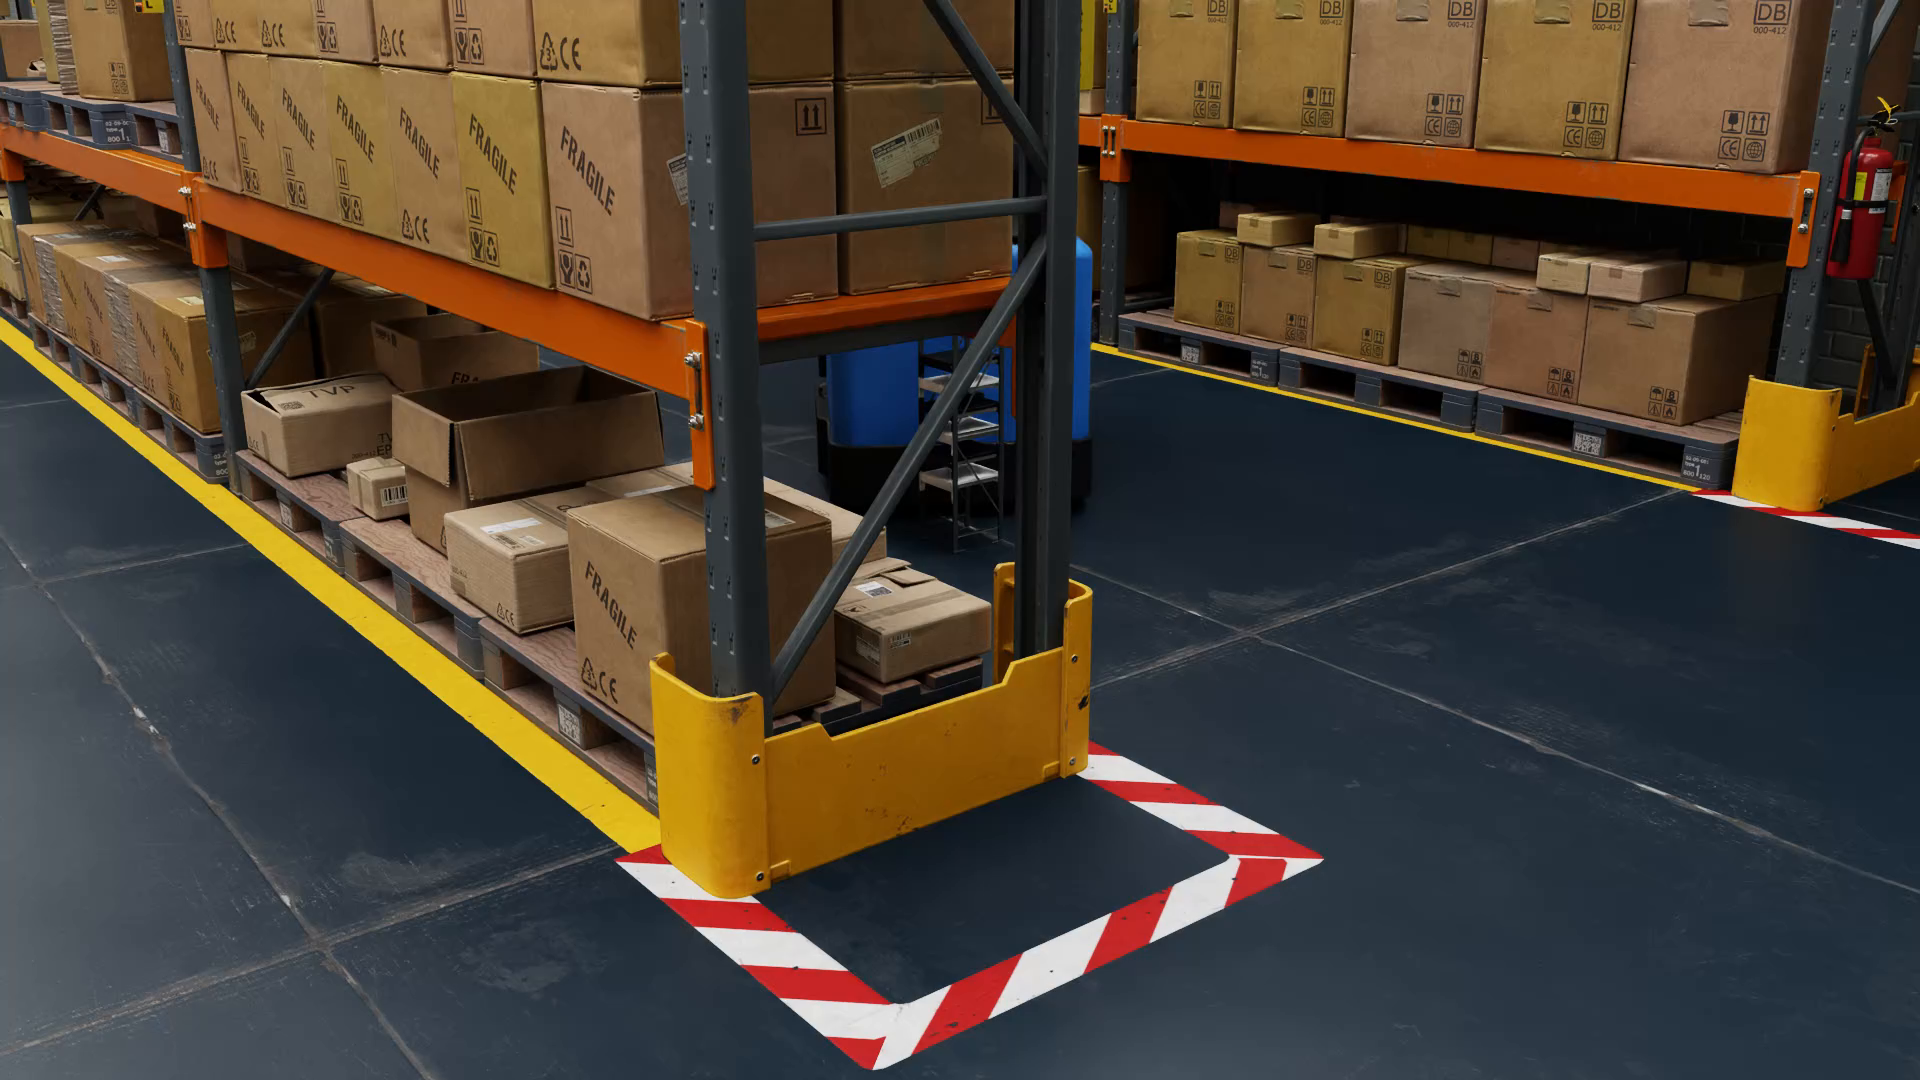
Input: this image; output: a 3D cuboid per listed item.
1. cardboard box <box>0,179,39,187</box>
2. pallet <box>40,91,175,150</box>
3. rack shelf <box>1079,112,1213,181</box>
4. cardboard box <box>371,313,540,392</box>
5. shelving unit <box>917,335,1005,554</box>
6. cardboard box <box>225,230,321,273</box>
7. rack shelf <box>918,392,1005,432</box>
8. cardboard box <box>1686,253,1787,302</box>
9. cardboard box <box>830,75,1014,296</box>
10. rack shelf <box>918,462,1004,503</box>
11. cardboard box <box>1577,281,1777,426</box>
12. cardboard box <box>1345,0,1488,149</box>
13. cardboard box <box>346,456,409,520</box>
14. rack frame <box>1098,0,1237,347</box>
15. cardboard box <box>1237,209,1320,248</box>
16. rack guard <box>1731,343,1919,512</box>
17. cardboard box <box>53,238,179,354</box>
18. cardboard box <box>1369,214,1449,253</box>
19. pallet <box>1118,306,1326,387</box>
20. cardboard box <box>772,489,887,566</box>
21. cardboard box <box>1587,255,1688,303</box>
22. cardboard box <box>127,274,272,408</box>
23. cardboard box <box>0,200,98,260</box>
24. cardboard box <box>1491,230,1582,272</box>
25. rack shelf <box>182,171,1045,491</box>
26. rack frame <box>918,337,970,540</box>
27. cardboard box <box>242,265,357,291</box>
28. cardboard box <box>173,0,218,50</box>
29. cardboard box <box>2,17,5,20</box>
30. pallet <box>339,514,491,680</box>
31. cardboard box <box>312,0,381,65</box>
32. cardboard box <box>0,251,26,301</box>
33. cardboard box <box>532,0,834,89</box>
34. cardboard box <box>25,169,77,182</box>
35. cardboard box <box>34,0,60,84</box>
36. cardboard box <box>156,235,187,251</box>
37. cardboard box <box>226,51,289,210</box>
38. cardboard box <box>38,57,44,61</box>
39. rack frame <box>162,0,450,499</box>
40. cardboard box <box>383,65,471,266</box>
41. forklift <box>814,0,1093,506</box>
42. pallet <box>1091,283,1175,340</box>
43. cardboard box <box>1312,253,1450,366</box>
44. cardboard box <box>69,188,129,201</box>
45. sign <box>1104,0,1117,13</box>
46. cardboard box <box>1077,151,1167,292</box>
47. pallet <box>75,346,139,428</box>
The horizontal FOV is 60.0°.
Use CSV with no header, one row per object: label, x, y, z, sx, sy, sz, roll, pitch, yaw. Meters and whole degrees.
cardboard box,-6.578,-2.310,11.379,0.500,0.311,0.500,-13,22,-35
pallet,-3.900,-2.123,8.308,1.003,0.211,1.213,-14,23,-36
rack shelf,0.012,-2.826,11.270,1.077,0.370,4.000,-14,23,-36
cardboard box,-2.051,-0.644,6.813,0.500,0.500,0.500,-14,23,-36
shelving unit,0.005,-0.425,6.215,0.258,0.900,0.210,-14,23,-36
cardboard box,-3.357,-1.498,8.199,0.500,0.250,0.500,-14,23,-36
rack shelf,0.005,-0.479,6.197,0.258,0.077,0.200,-14,23,-36
cardboard box,3.459,-1.171,7.403,0.380,0.149,0.250,-14,23,-36
cardboard box,-0.213,-0.930,4.239,0.500,0.500,0.500,-13,23,-35
rack shelf,0.005,-0.223,6.282,0.258,0.077,0.200,-14,23,-36
cardboard box,3.224,-0.855,7.480,0.700,0.500,0.500,-14,23,-36
cardboard box,2.486,-2.322,8.126,0.980,0.700,0.700,-15,24,-39
cardboard box,-1.991,-0.214,6.044,0.380,0.166,0.250,-14,23,-36
rack frame,1.254,-2.675,9.668,1.000,3.000,0.127,-14,23,-36
cardboard box,1.707,-1.671,8.914,0.380,0.149,0.250,-13,22,-34
rack guard,3.752,-0.497,7.067,1.175,0.500,0.348,-14,23,-36
cardboard box,-4.415,-1.294,8.776,0.500,0.500,0.500,-14,23,-37
cardboard box,2.352,-1.609,8.726,0.380,0.149,0.250,-14,23,-36
pallet,1.664,-1.148,9.495,1.003,0.211,1.213,-14,23,-36
cardboard box,-0.569,0.063,5.076,0.500,0.250,0.500,-14,23,-36
cardboard box,3.002,-1.159,7.367,0.380,0.149,0.250,-14,23,-37
cardboard box,-3.459,-0.918,7.641,0.500,0.500,0.500,-14,23,-36
cardboard box,-5.629,-1.934,10.245,0.500,0.311,0.500,-13,22,-35
cardboard box,2.830,-1.420,8.155,0.380,0.149,0.250,-14,23,-35
rack shelf,-1.385,-0.873,5.370,1.077,0.370,4.000,-14,23,-36
rack frame,-0.058,-0.450,6.291,0.240,0.900,0.006,-14,23,-36
cardboard box,-3.077,-1.025,7.963,0.500,0.500,0.500,-14,23,-35
cardboard box,-2.555,-2.058,6.056,0.500,0.500,0.500,-13,22,-35
cardboard box,-7.875,-3.834,13.010,0.700,0.500,0.500,-15,23,-38
pallet,-1.440,0.087,5.764,1.003,0.211,1.213,-14,23,-36
cardboard box,-1.594,-1.677,4.906,0.500,0.500,0.500,-13,22,-34
cardboard box,-5.629,-1.669,10.336,0.500,0.250,0.500,-13,23,-35
cardboard box,-0.636,-1.299,3.765,0.500,0.500,0.500,-14,23,-37
cardboard box,-6.482,-2.544,12.088,0.500,0.311,0.500,-14,23,-36
cardboard box,-4.631,-2.806,9.238,0.500,0.500,0.700,11,21,30
cardboard box,-4.025,-1.403,9.103,0.500,0.500,0.500,-15,24,-38
cardboard box,-2.204,-1.450,5.811,0.500,0.500,0.500,-13,23,-35
cardboard box,-5.514,-2.909,10.516,0.500,0.311,0.500,-14,23,-37
rack frame,-2.627,-1.707,6.746,1.000,3.000,0.127,-14,23,-36
cardboard box,-1.265,-1.077,4.685,0.500,0.500,0.500,-14,23,-36
forklift,-0.133,-1.943,7.567,1.130,2.935,3.031,-2,18,-5
pallet,0.715,-1.526,10.636,1.003,0.211,1.213,-14,23,-36
cardboard box,2.264,-1.232,8.619,0.700,0.500,0.500,-13,23,-35
cardboard box,-5.539,-2.167,10.949,0.500,0.311,0.500,-15,23,-37
sign,0.834,-3.078,9.172,0.100,0.325,0.005,-14,23,-36
cardboard box,0.748,-1.988,10.347,0.750,0.750,0.750,-14,23,-35
pallet,-3.924,-0.877,8.676,1.003,0.211,1.213,-14,23,-36
